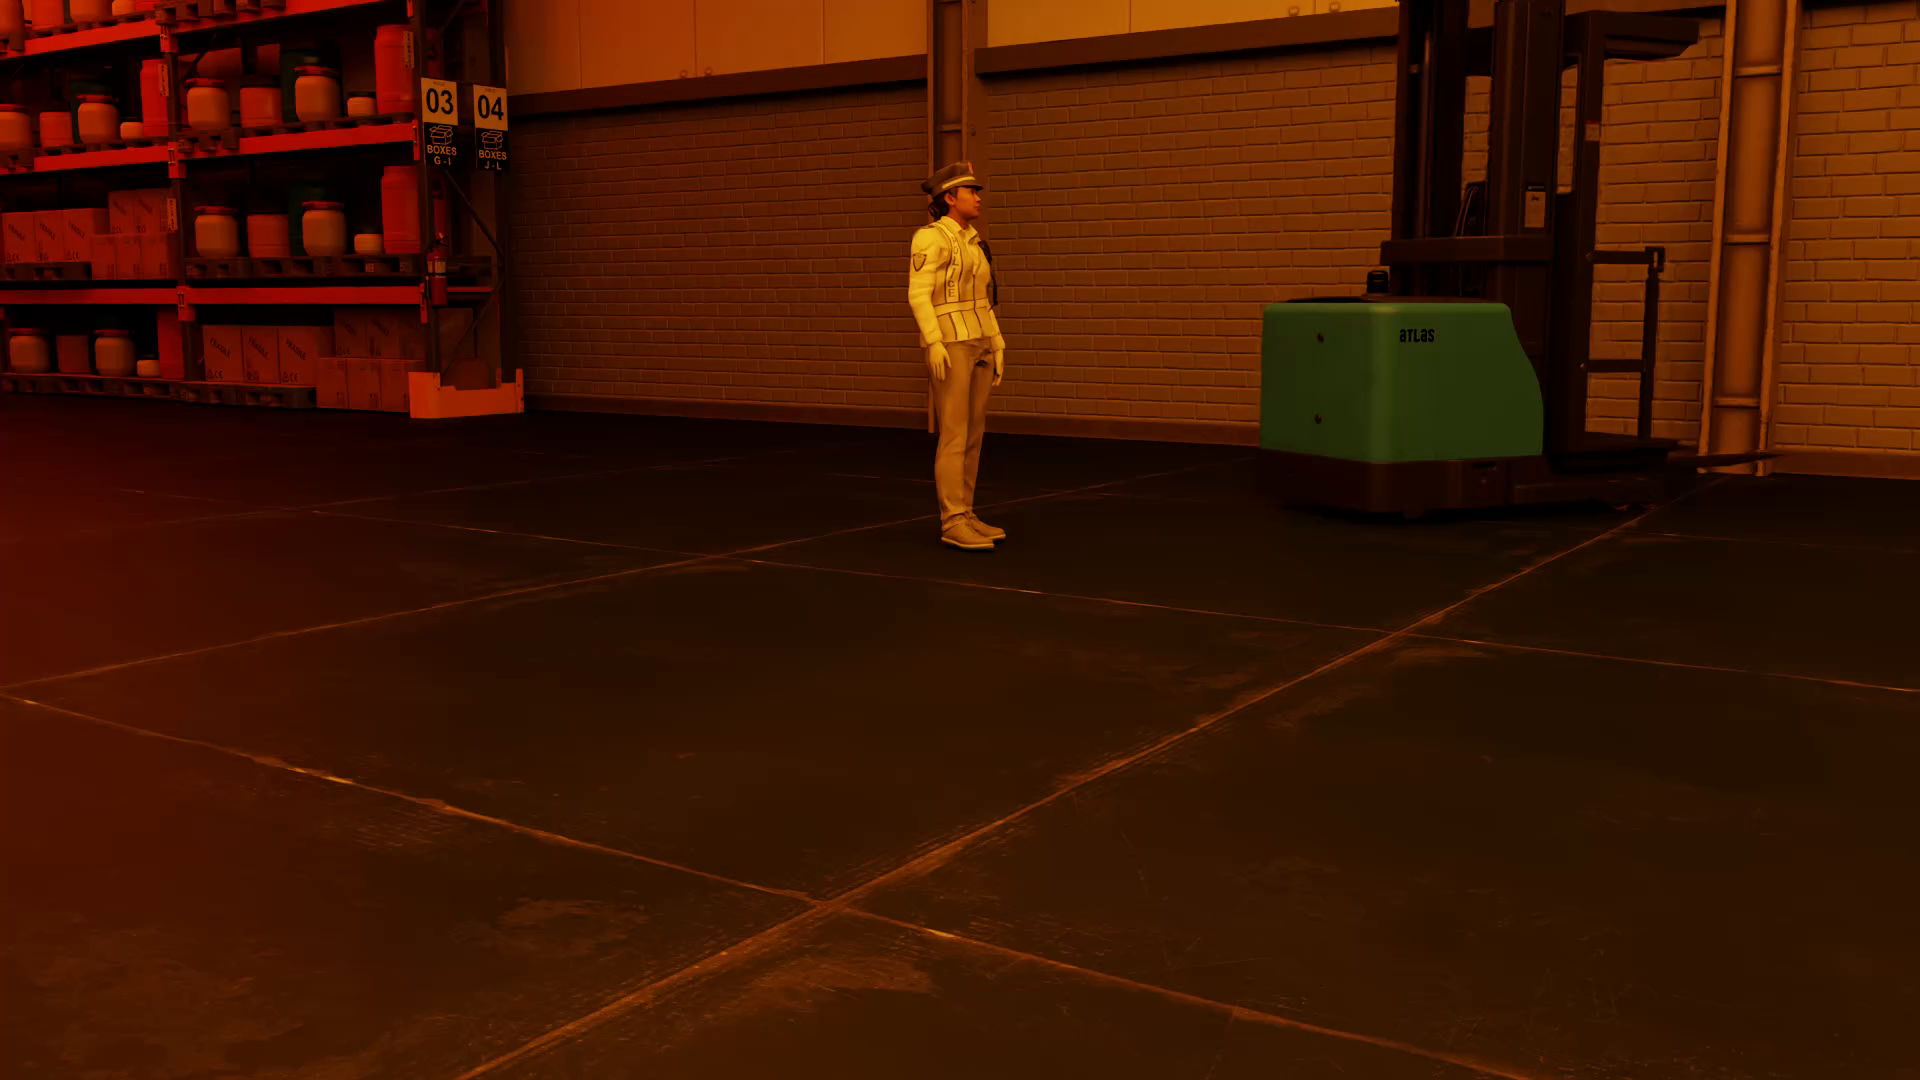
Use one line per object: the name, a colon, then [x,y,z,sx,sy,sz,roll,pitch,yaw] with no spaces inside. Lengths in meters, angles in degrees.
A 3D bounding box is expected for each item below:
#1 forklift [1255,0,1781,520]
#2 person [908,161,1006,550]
forklift: [3.136,-1.664,8.895,3.031,2.935,1.130,-4,9,-25]
person: [0.053,-0.840,7.440,0.531,1.694,0.586,5,10,34]
